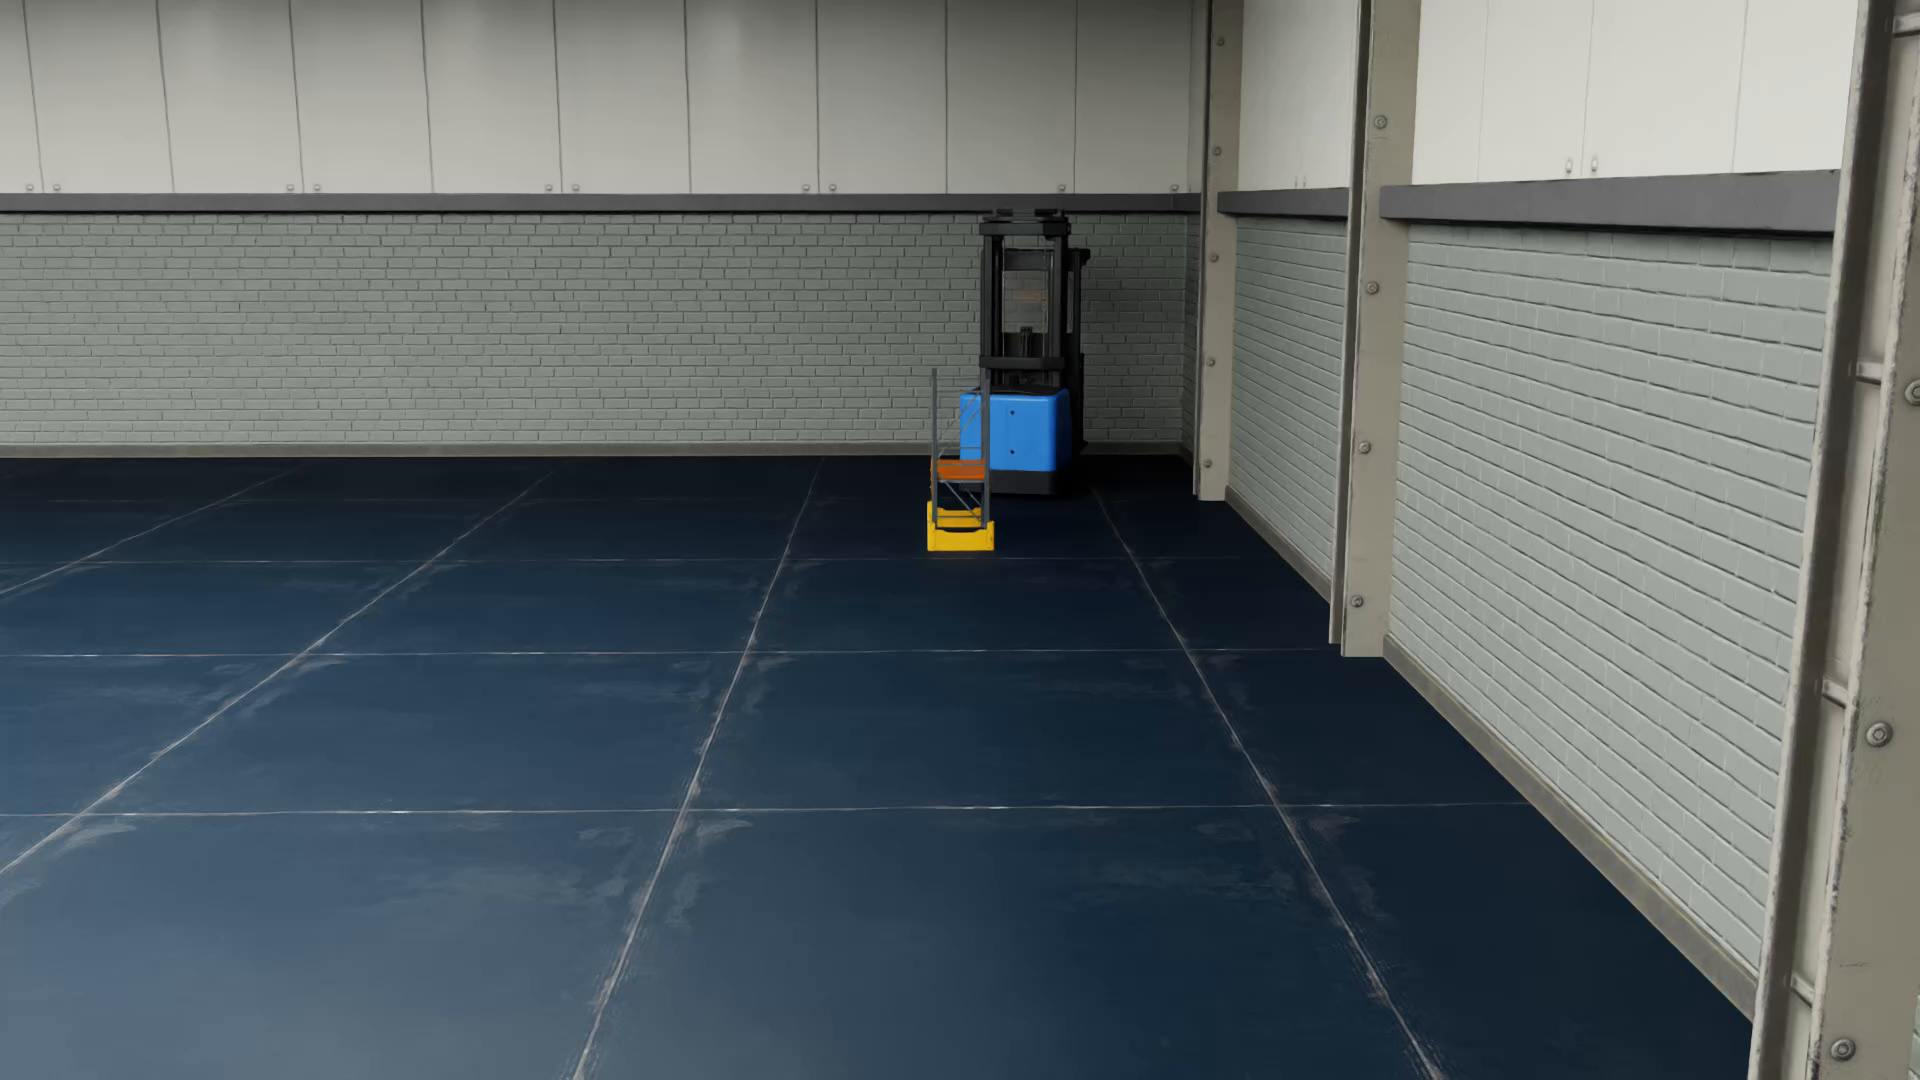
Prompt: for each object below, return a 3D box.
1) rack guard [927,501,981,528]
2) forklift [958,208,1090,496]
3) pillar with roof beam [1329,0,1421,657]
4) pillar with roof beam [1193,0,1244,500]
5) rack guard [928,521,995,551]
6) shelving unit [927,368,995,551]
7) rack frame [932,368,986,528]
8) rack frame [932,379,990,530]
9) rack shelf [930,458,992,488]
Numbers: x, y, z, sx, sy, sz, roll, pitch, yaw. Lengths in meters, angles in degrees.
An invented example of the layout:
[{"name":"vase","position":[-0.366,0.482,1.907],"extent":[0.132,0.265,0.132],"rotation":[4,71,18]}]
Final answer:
[{"name":"rack guard","position":[-0.012,-0.237,15.597],"extent":[0.587,0.250,0.087],"rotation":[0,11,-1]},{"name":"forklift","position":[0.813,-2.140,18.235],"extent":[1.130,2.935,3.031],"rotation":[3,12,13]},{"name":"pillar with roof beam","position":[-1.580,-3.647,10.405],"extent":[9.100,9.000,0.400],"rotation":[0,11,-1]},{"name":"pillar with roof beam","position":[-1.704,-4.840,16.284],"extent":[9.100,9.000,0.400],"rotation":[0,11,-1]},{"name":"rack guard","position":[0.009,-0.039,14.621],"extent":[0.587,0.250,0.087],"rotation":[0,11,-1]},{"name":"shelving unit","position":[-0.002,-0.750,14.985],"extent":[0.587,1.500,1.083],"rotation":[0,11,-1]},{"name":"rack frame","position":[-0.012,-0.853,15.492],"extent":[0.500,1.500,0.032],"rotation":[0,11,-1]},{"name":"rack frame","position":[0.009,-0.651,14.495],"extent":[0.500,1.500,0.032],"rotation":[0,11,-1]},{"name":"rack shelf","position":[-0.002,-0.576,15.029],"extent":[0.538,0.185,1.000],"rotation":[0,11,-1]}]
